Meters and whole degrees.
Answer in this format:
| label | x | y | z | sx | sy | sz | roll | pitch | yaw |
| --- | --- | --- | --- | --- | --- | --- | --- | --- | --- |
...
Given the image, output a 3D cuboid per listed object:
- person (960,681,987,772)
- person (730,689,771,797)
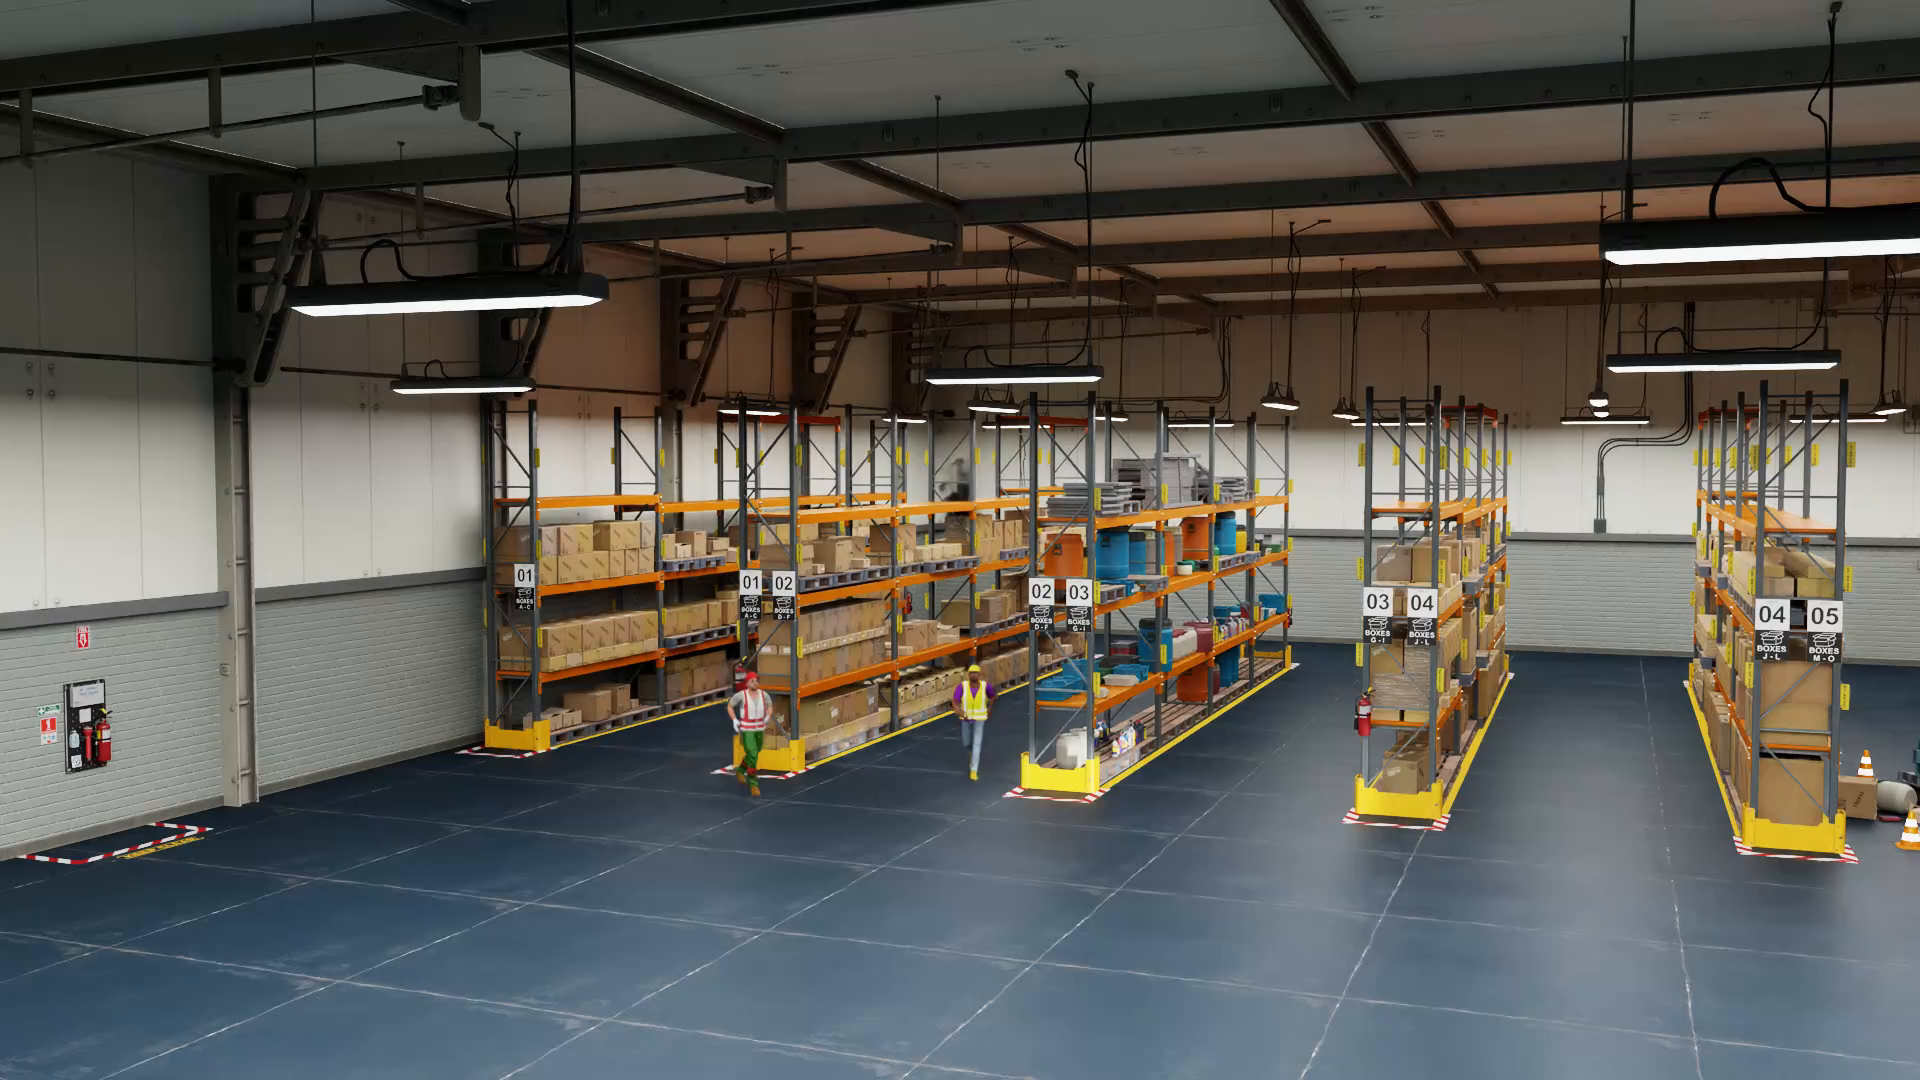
| label | x | y | z | sx | sy | sz | roll | pitch | yaw |
| --- | --- | --- | --- | --- | --- | --- | --- | --- | --- |
| person | 0.229 | 2.922 | 26.387 | 0.435 | 1.413 | 0.899 | 0 | 3 | 9 |
| person | -3.127 | 3.005 | 24.951 | 0.621 | 1.556 | 0.878 | -2 | 3 | -35 |
